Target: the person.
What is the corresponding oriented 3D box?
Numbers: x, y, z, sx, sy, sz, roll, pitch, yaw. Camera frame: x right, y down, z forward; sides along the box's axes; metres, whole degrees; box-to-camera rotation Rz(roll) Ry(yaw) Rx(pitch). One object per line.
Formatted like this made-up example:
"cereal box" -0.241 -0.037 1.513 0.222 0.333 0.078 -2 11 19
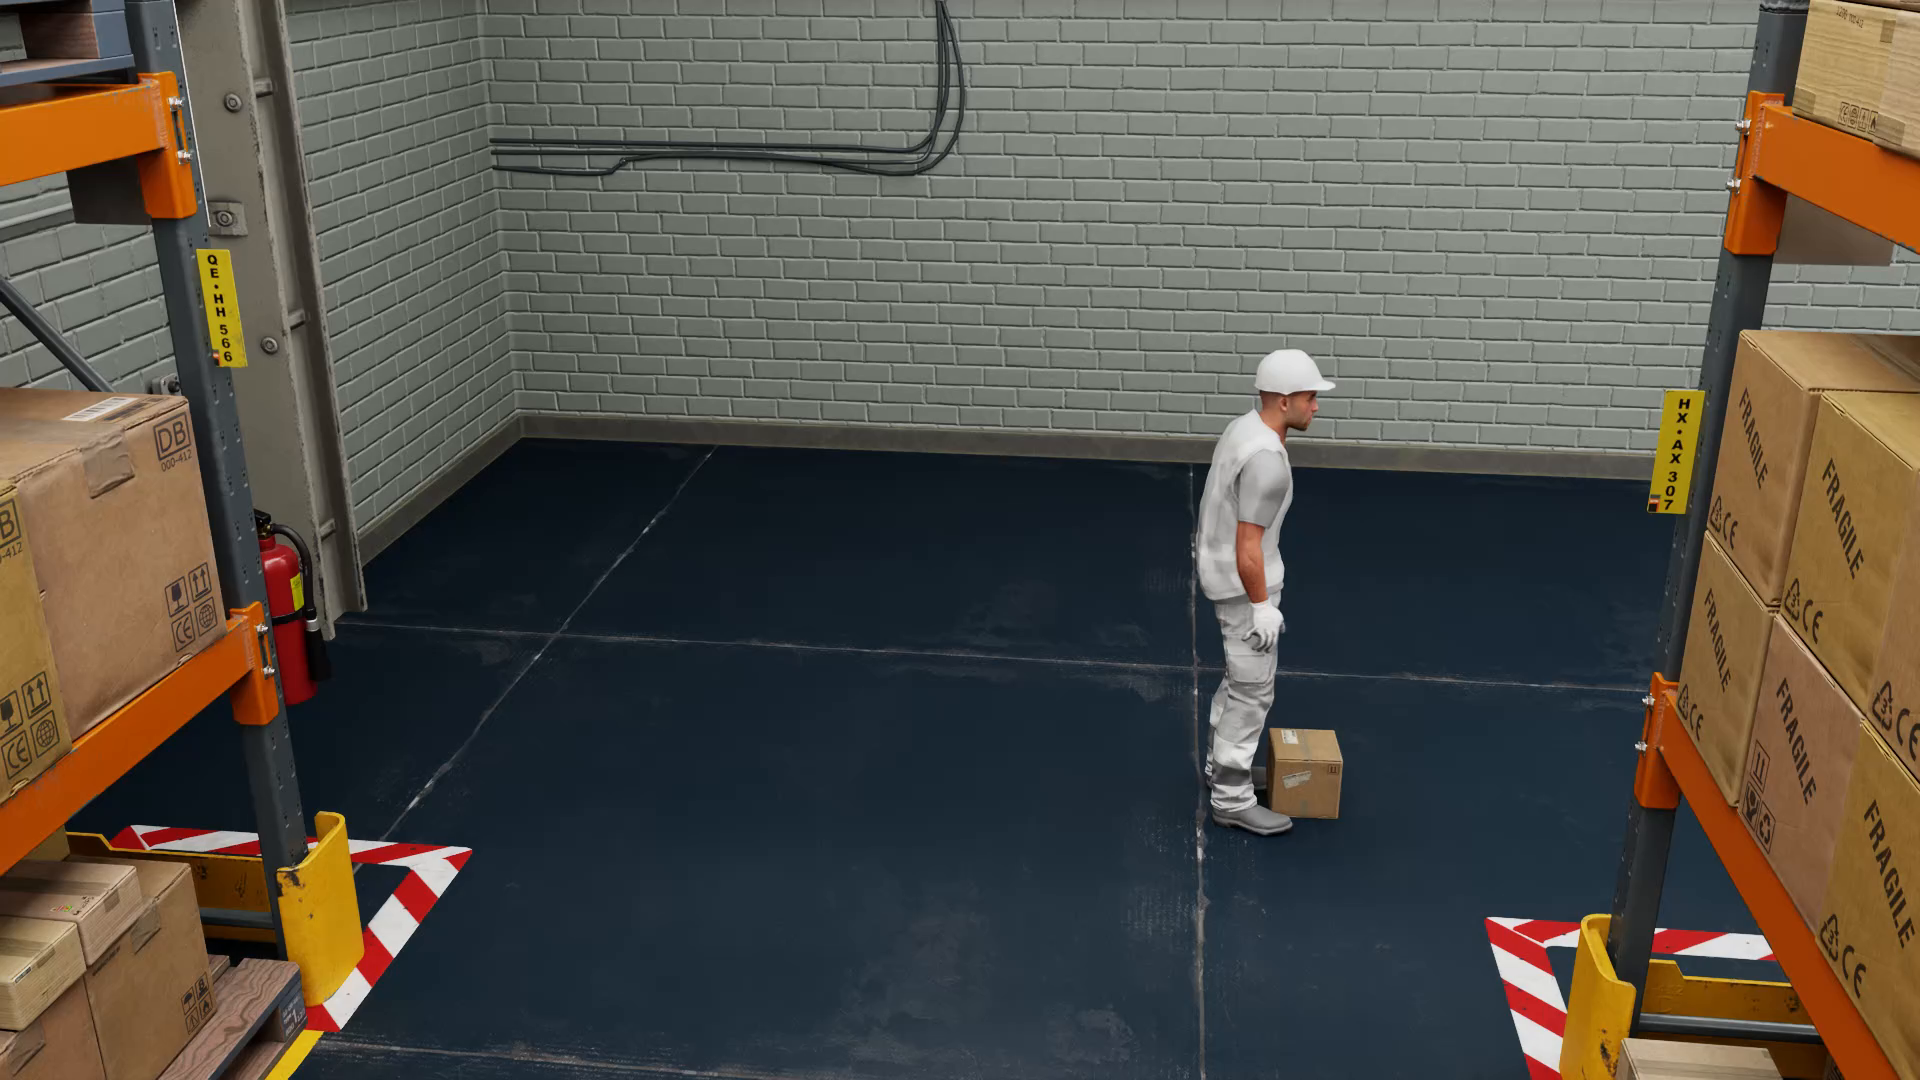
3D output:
"person" 1.091 0.174 6.106 0.454 1.779 0.609 2 21 6
